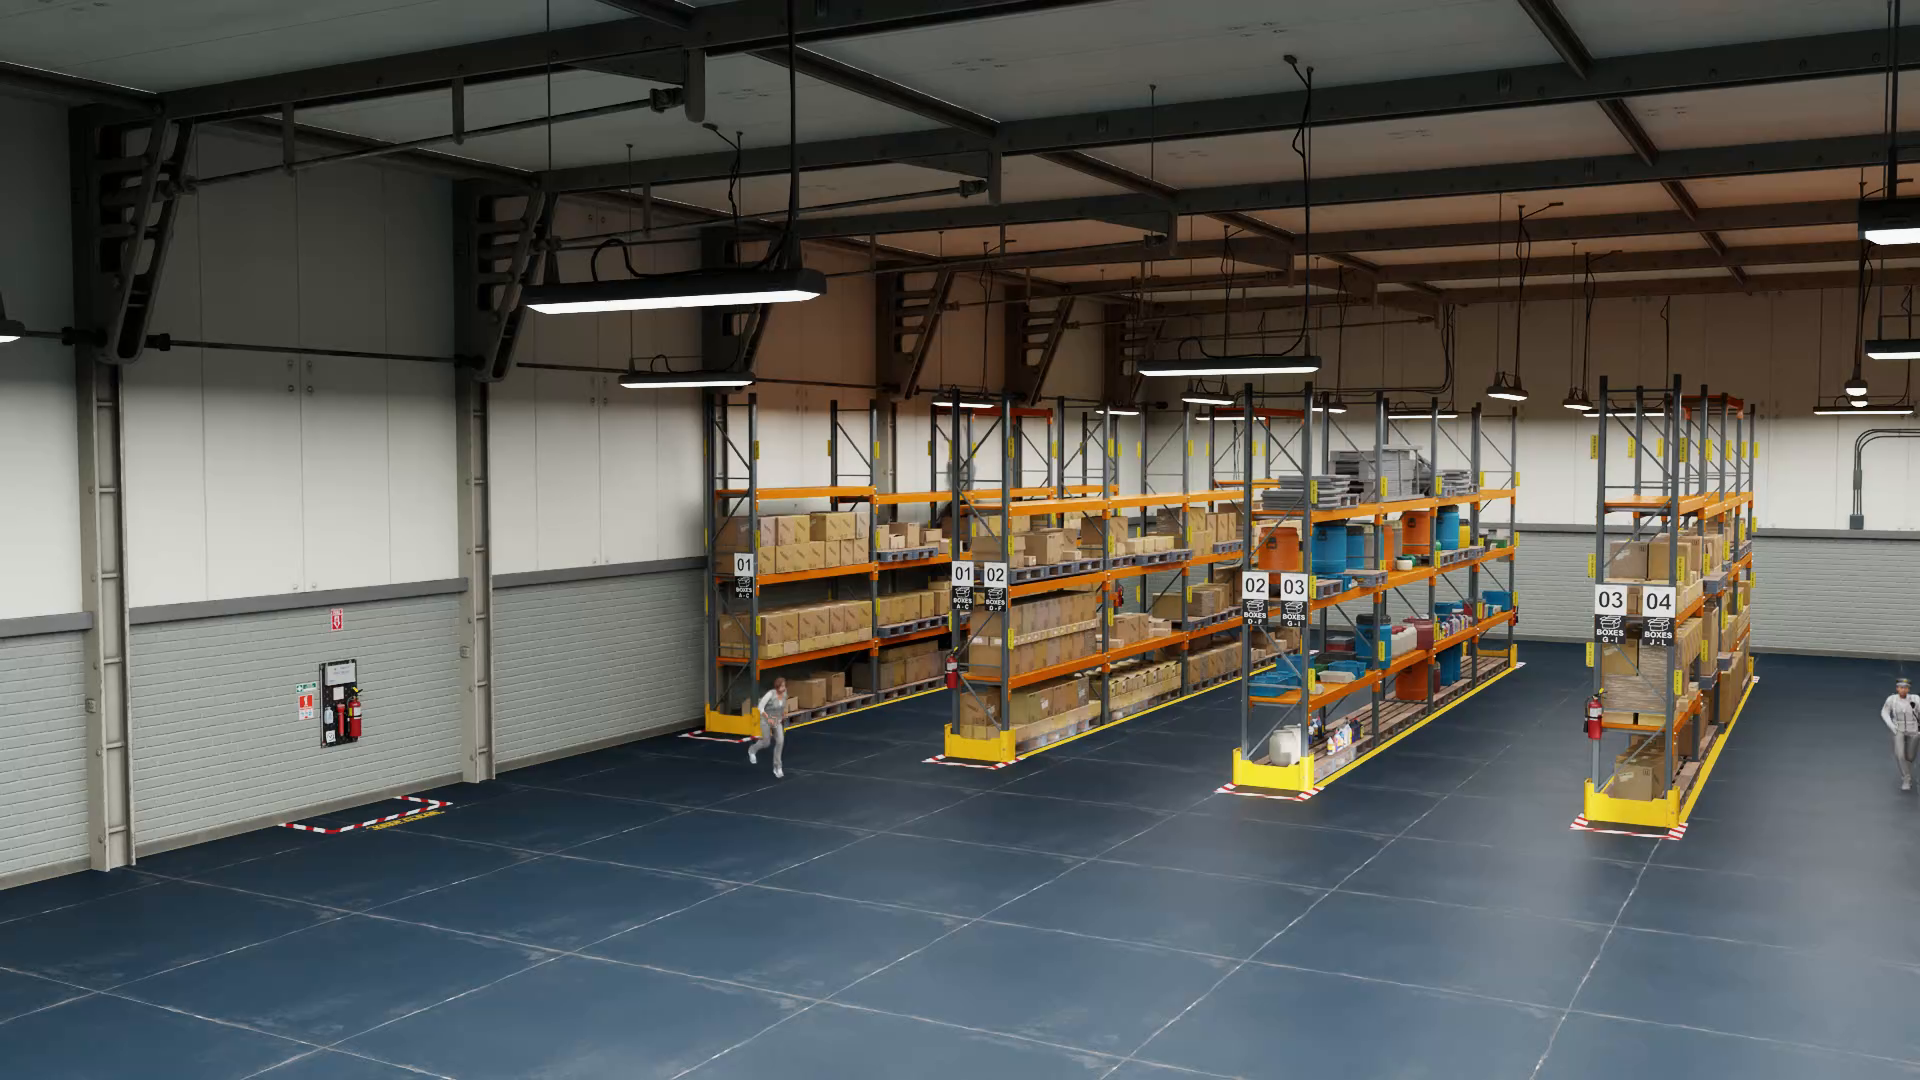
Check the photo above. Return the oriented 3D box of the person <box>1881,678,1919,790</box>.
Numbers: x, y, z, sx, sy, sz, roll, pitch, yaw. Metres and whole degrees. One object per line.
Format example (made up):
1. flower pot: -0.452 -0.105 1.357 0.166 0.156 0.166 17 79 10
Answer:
1. person: 14.096 2.865 24.812 0.636 1.669 0.740 2 3 28

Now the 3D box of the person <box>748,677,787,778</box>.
1. person: -2.982 2.865 25.764 0.903 1.549 0.562 3 4 42
